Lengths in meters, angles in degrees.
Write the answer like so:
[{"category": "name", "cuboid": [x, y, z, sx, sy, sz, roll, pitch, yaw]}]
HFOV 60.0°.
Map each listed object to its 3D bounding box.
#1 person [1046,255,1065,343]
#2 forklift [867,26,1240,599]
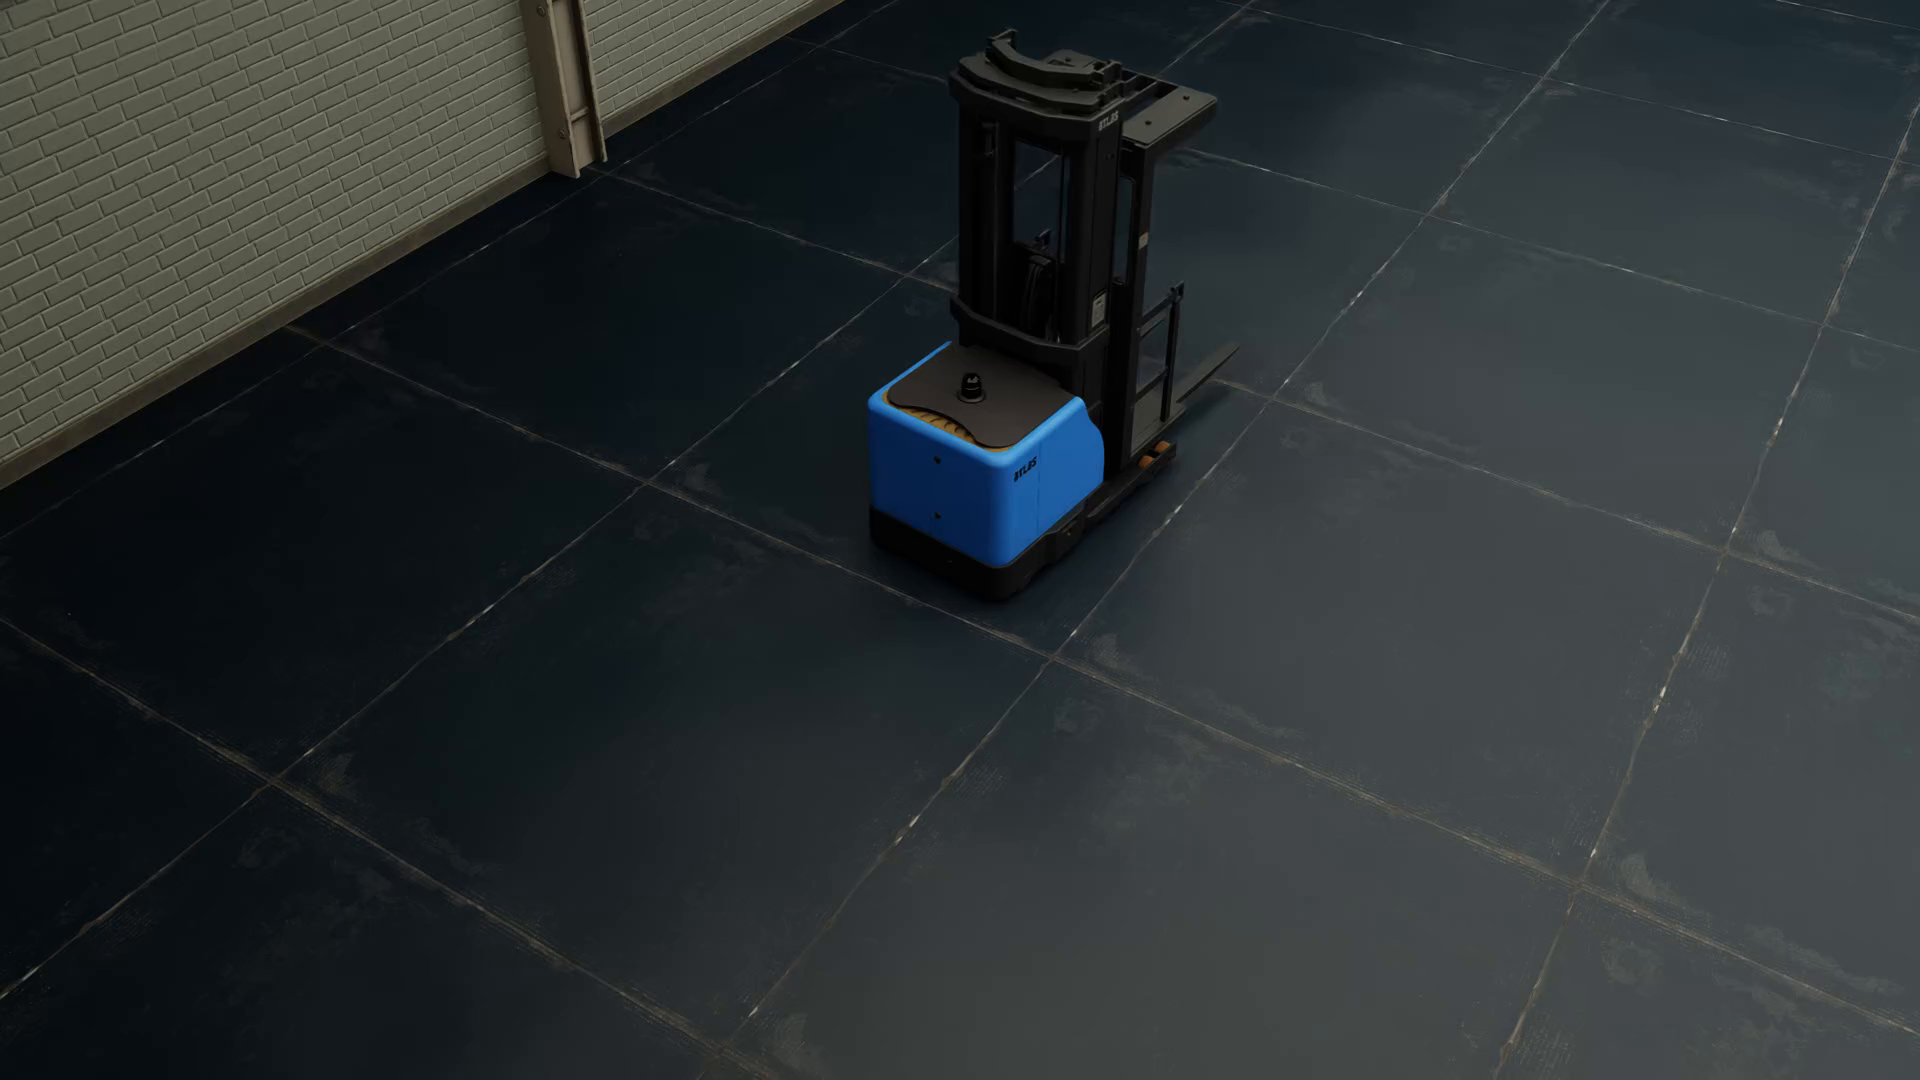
[{"category": "person", "cuboid": [0.696, -1.084, 10.366, 0.569, 1.564, 0.731, -3, 40, -4]}, {"category": "forklift", "cuboid": [0.749, -1.672, 9.940, 1.130, 2.935, 3.031, 27, 47, 28]}]
